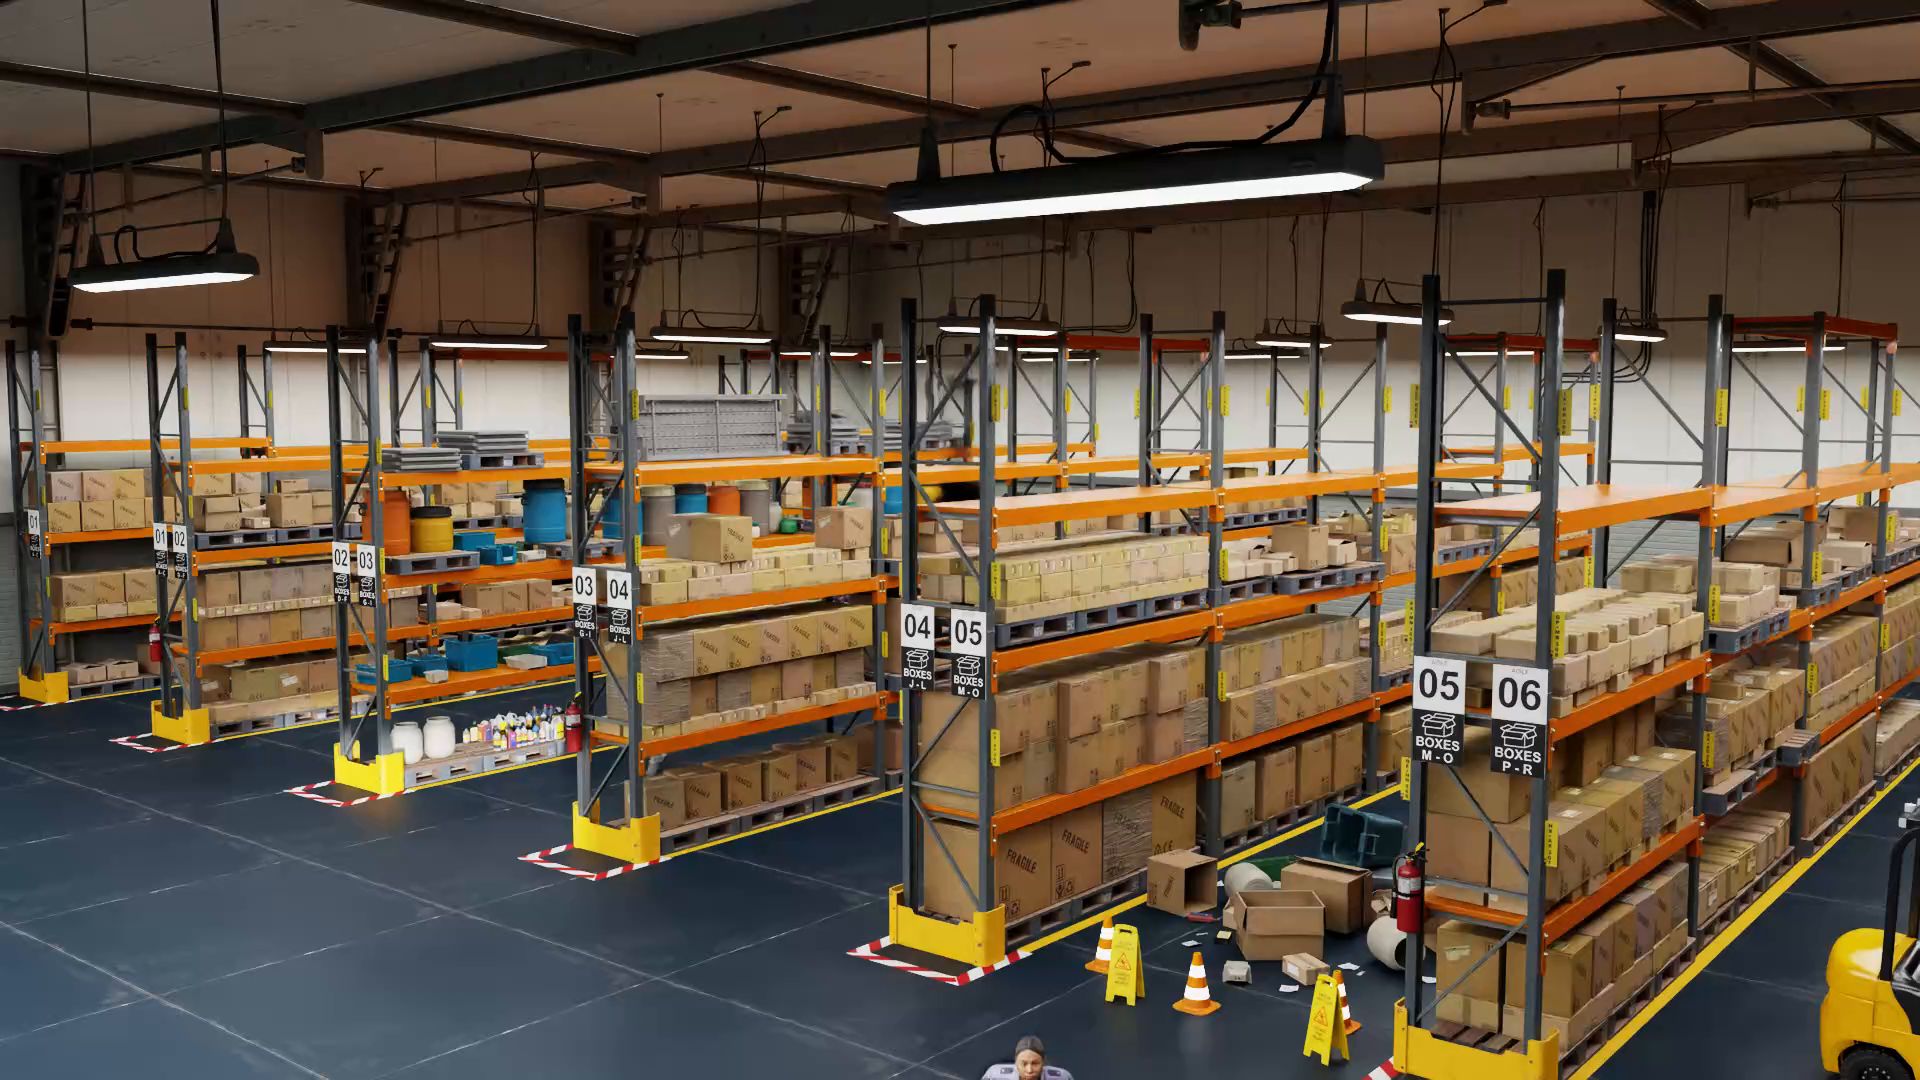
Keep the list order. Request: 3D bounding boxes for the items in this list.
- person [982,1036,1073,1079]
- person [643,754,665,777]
[{"bbox_3d":[0.393,3.524,9.575,0.608,1.598,0.931,1,5,6],"label":"person"},{"bbox_3d":[-4.134,2.229,22.577,0.650,1.795,0.959,1,5,12],"label":"person"}]
